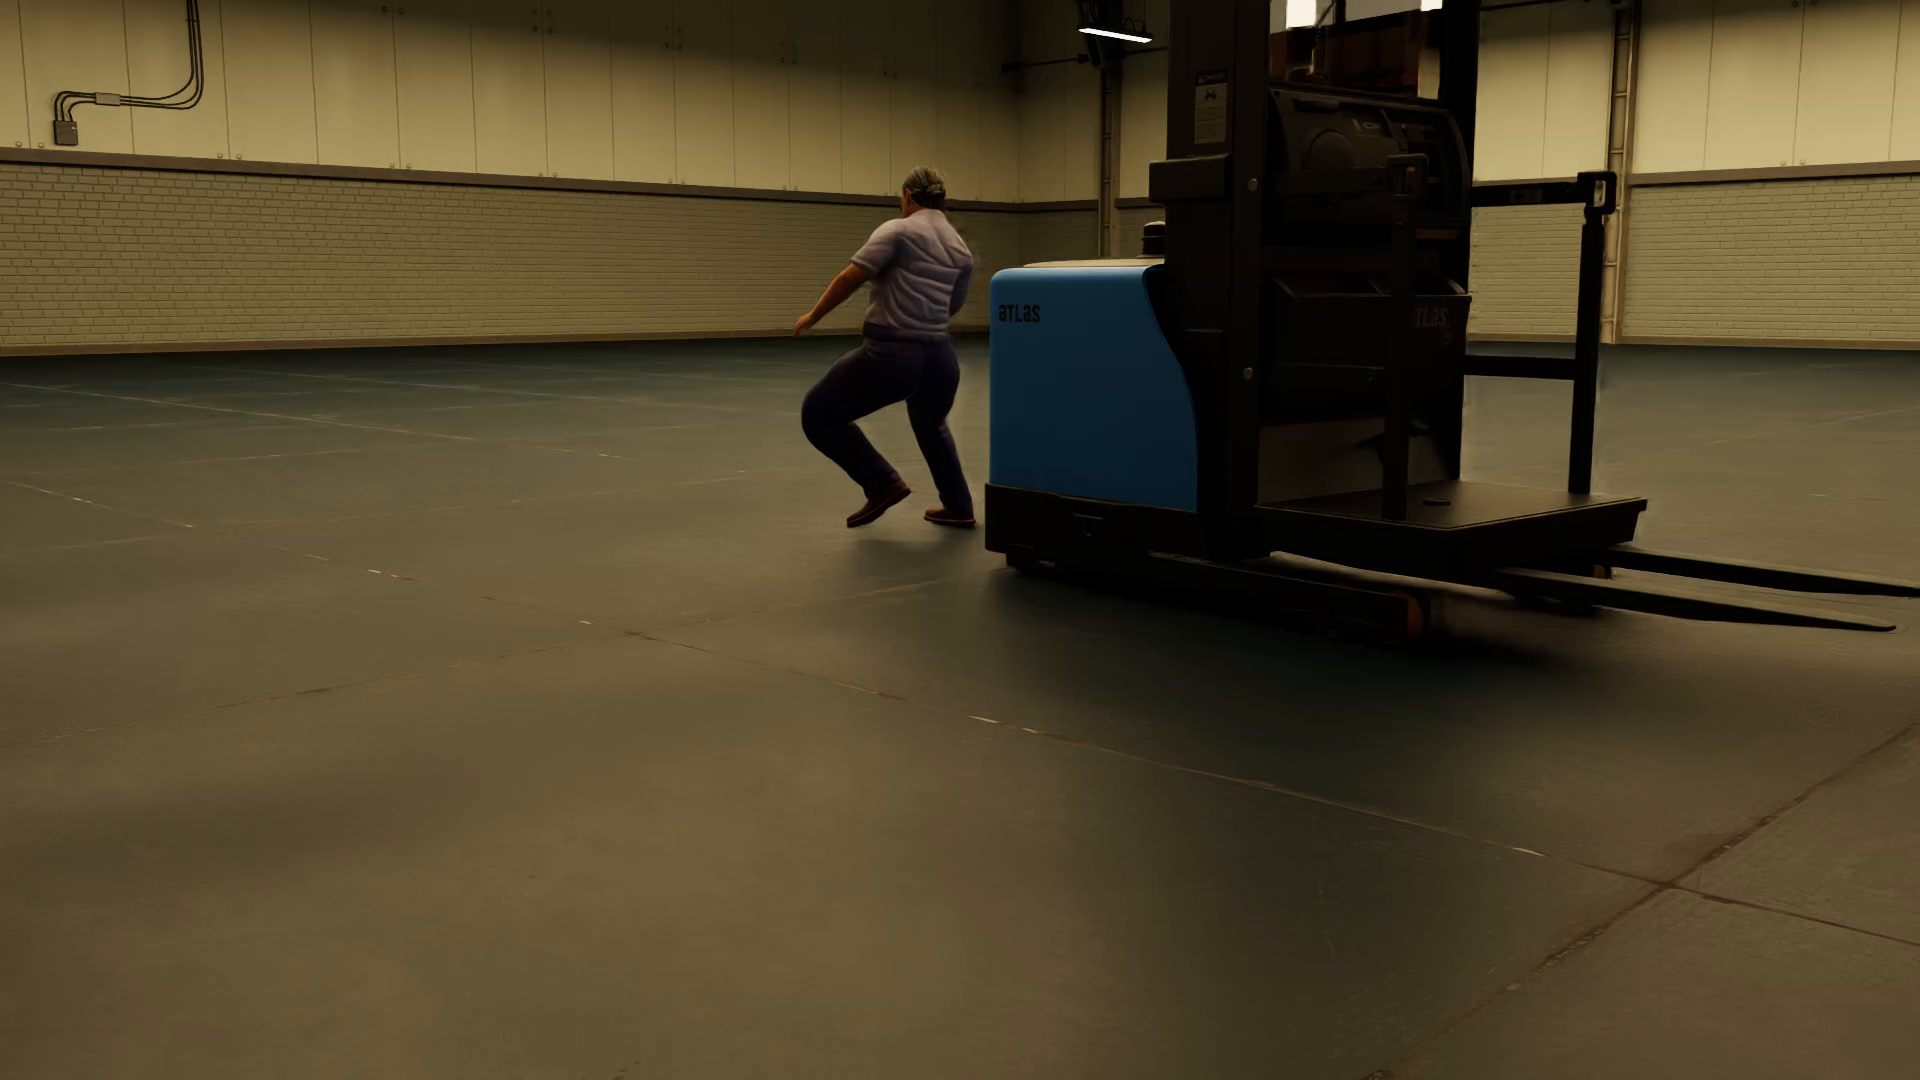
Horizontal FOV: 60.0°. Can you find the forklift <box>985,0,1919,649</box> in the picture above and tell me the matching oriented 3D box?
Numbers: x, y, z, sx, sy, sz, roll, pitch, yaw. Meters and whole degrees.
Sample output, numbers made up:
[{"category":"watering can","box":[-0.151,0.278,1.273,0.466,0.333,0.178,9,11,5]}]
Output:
[{"category":"forklift","box":[1.423,-1.227,5.020,1.130,2.935,3.031,-7,11,-40]}]

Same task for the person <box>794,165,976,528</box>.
[{"category":"person","box":[-0.270,-0.763,6.808,0.826,1.474,0.671,-6,11,-36]}]
